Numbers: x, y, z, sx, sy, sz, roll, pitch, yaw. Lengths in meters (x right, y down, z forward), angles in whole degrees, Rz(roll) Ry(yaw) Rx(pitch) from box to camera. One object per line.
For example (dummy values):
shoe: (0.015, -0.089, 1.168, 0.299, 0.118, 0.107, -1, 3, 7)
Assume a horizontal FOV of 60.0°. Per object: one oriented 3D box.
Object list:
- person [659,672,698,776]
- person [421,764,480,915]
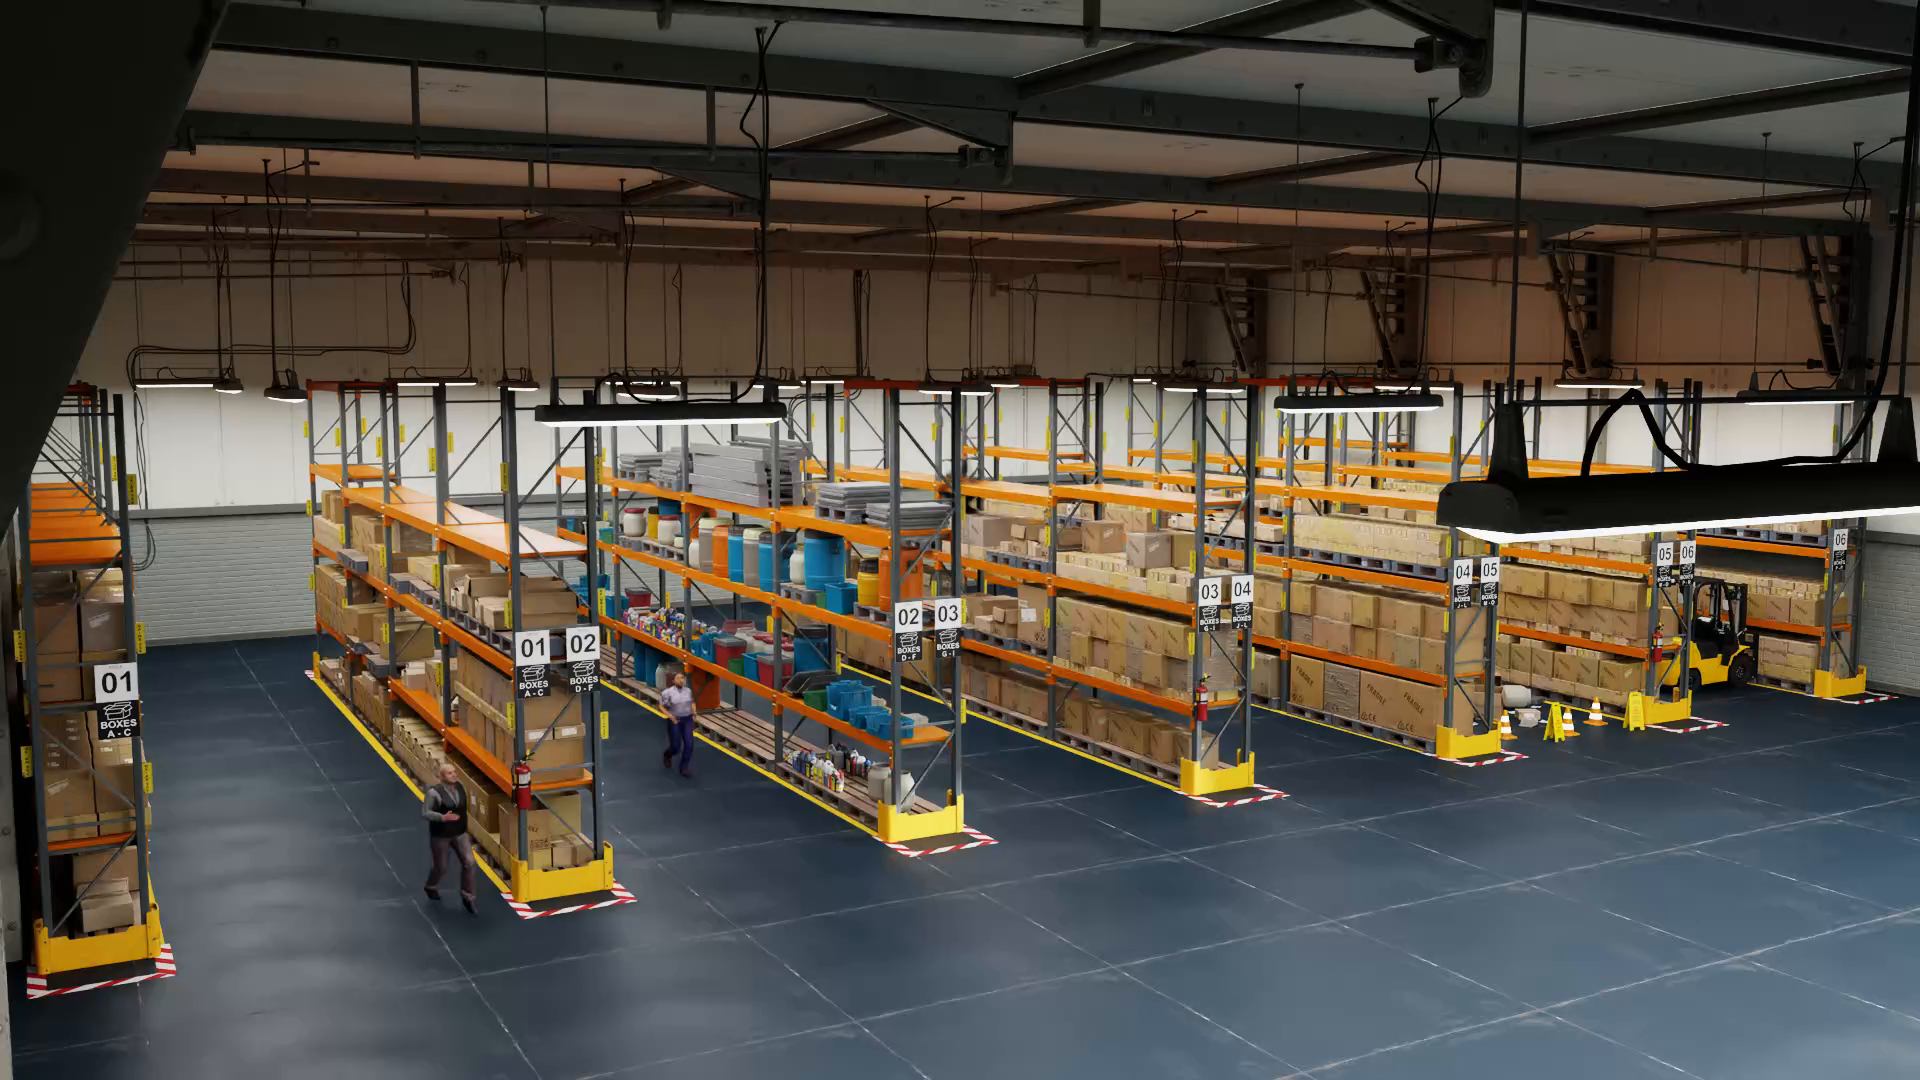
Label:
person: (-4.326, 2.821, 25.626, 0.605, 1.583, 0.578, -4, 7, -34)
person: (-5.937, 3.444, 19.267, 0.872, 1.761, 0.678, 6, 8, 43)
